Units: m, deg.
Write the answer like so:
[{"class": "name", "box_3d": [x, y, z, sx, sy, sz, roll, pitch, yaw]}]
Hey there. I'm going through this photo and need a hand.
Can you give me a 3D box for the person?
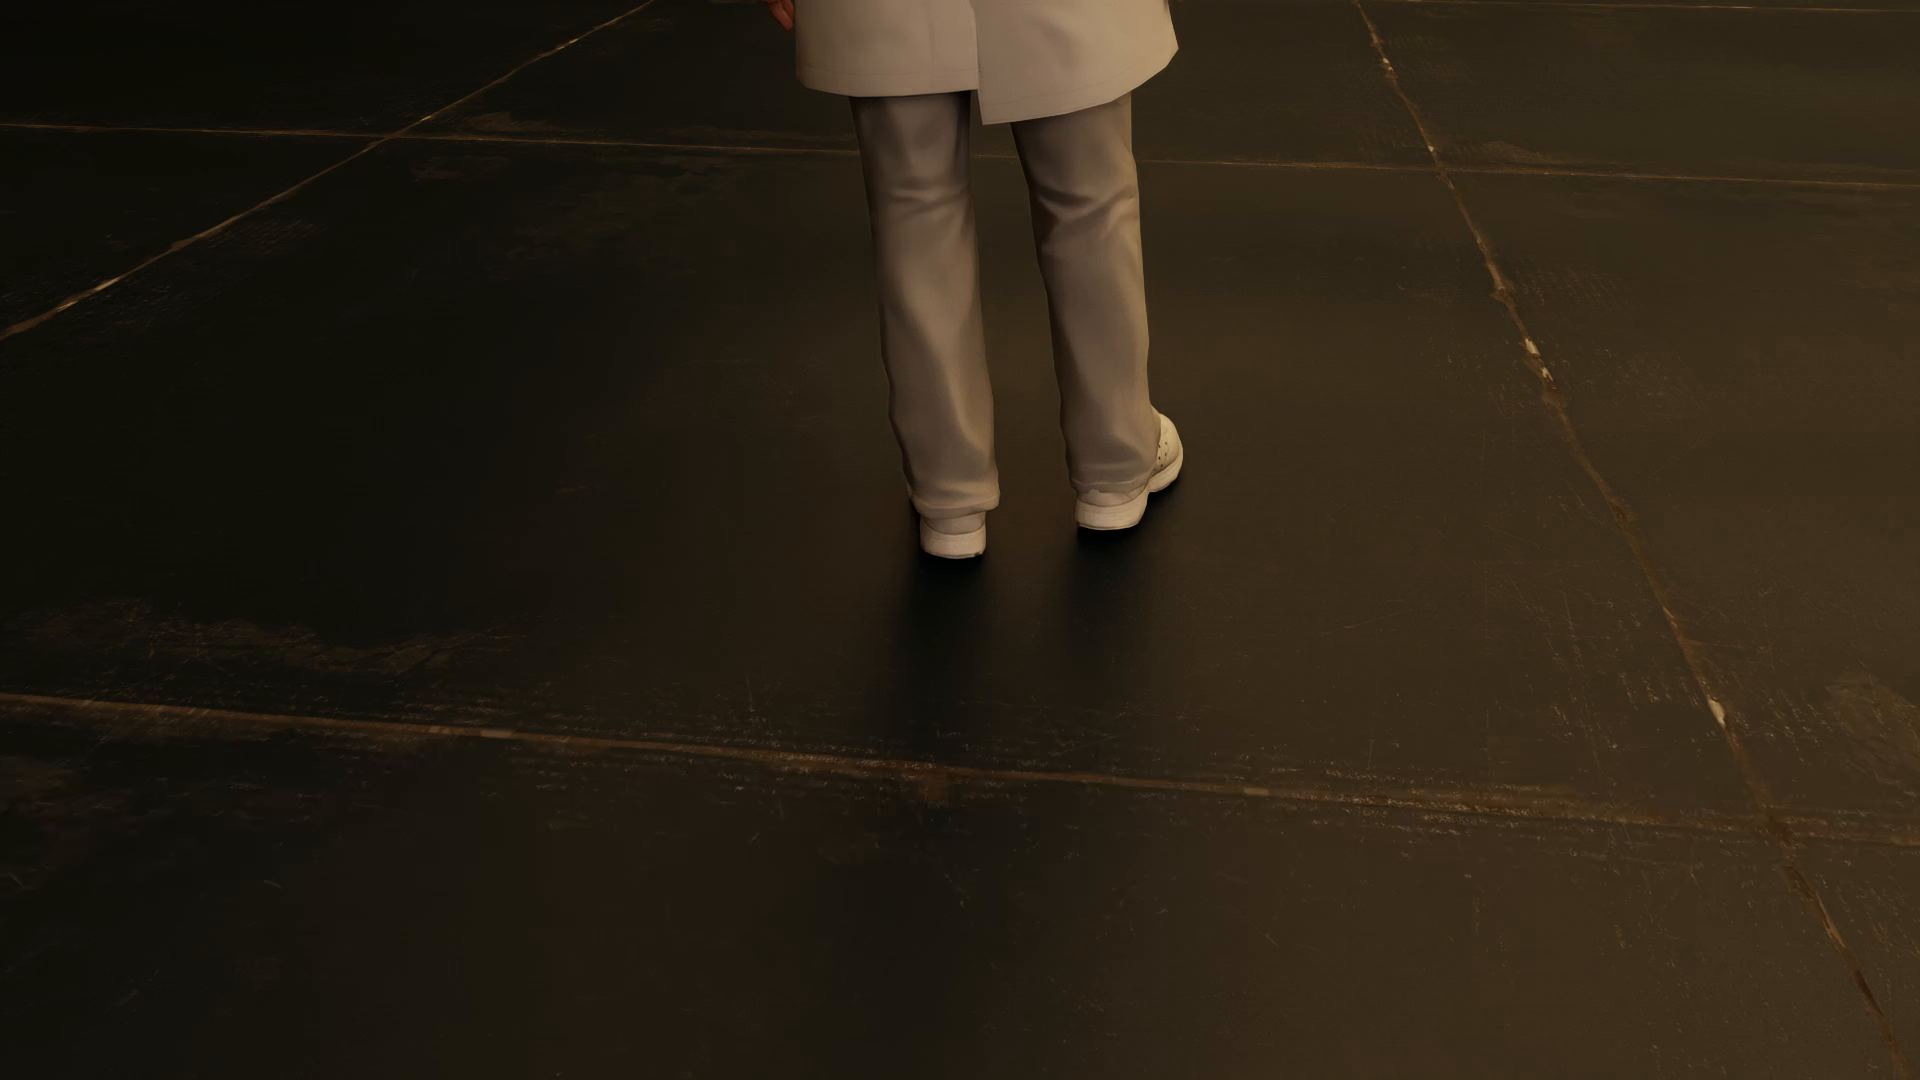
[{"class": "person", "box_3d": [0.017, -0.841, 2.180, 0.694, 1.776, 0.581, 3, 27, 7]}]
